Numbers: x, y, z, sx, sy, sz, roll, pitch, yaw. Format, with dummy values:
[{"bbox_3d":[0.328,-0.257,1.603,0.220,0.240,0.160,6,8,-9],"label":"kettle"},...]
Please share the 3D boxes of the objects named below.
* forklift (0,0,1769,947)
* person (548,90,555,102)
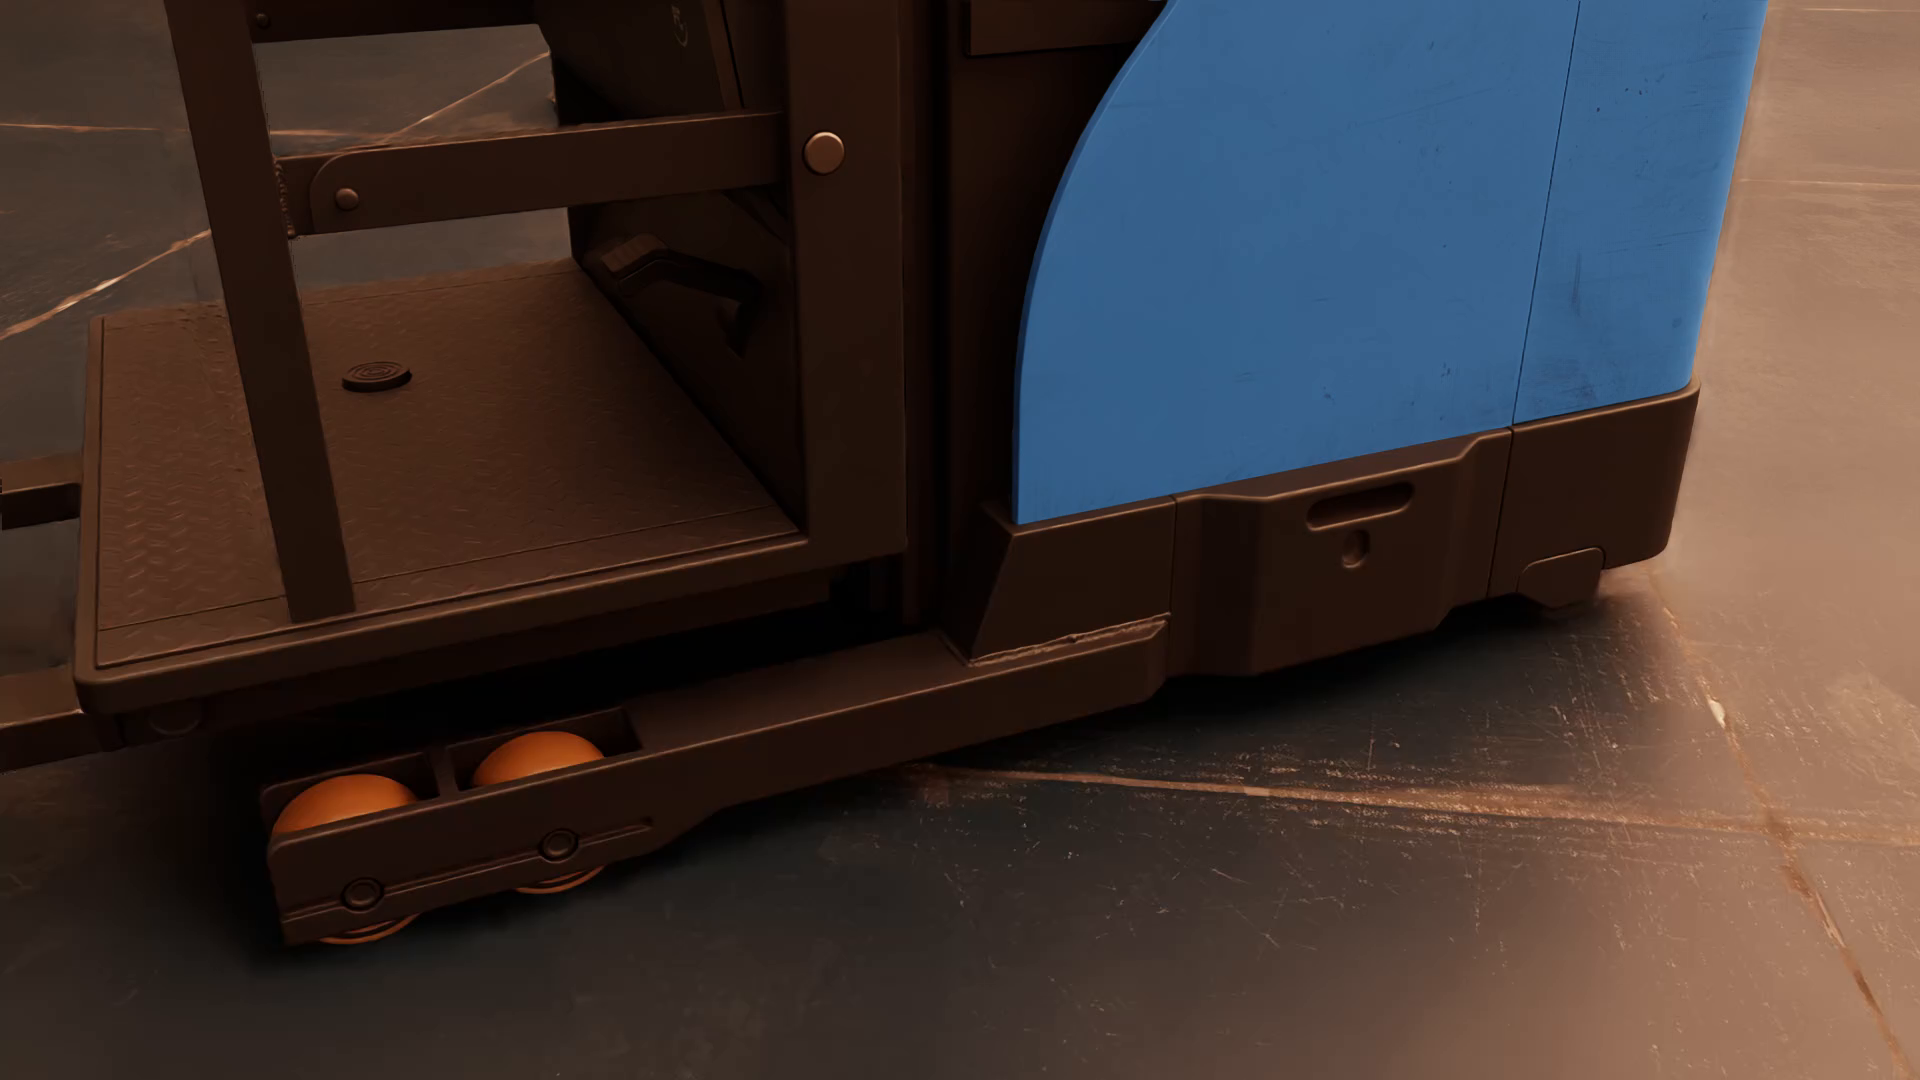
[{"bbox_3d":[-0.561,-1.172,1.567,3.031,2.935,1.130,-11,29,-22],"label":"forklift"},{"bbox_3d":[-1.008,-2.102,4.909,0.573,1.701,0.506,-7,27,-14],"label":"person"}]
